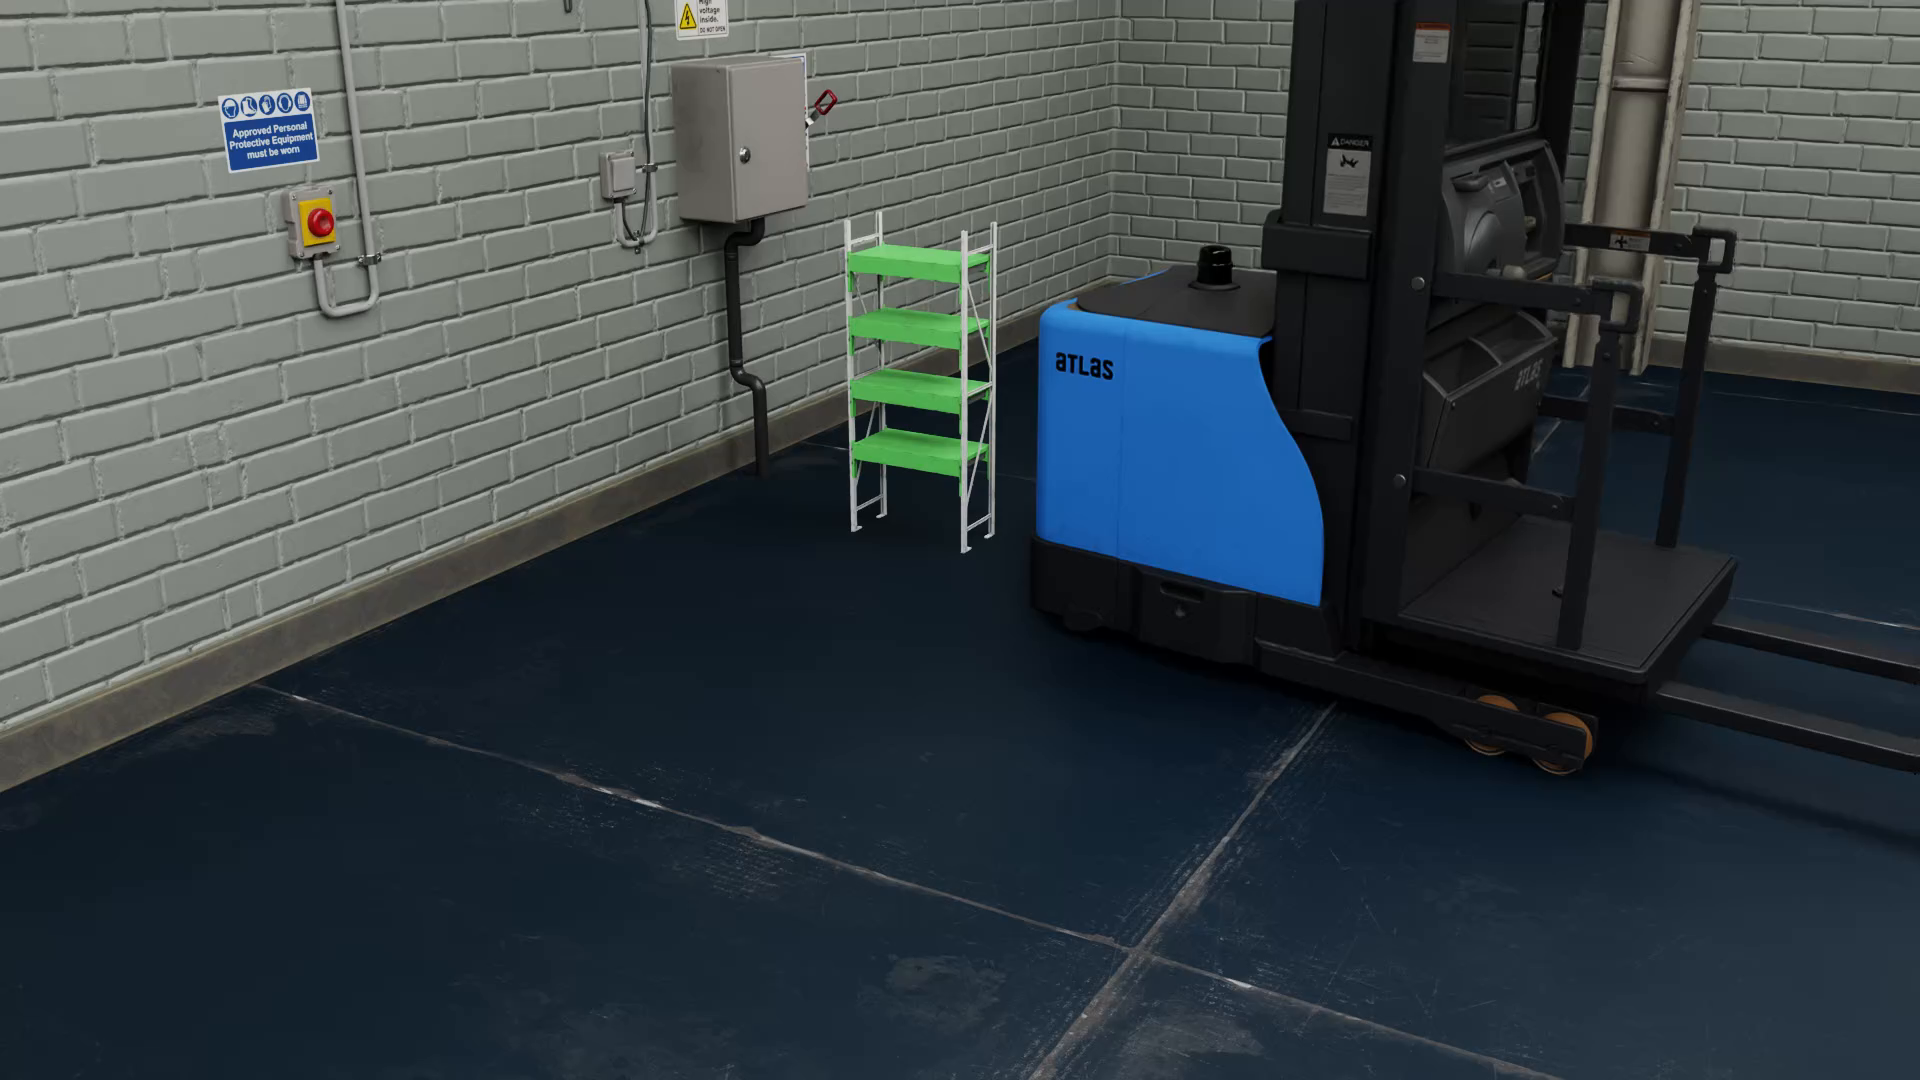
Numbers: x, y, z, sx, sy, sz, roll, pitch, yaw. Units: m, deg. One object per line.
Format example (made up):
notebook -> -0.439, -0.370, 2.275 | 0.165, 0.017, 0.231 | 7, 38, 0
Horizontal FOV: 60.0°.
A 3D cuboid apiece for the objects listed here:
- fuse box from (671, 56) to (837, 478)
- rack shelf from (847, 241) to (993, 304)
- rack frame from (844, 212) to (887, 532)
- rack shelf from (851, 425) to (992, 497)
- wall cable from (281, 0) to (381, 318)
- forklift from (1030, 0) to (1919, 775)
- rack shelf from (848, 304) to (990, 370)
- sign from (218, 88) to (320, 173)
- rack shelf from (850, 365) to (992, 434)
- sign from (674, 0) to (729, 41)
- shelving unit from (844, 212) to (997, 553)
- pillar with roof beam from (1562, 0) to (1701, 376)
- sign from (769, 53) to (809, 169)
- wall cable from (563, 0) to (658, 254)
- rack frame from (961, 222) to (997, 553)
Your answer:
fuse box -> -0.807, -1.084, 6.845 | 0.414, 1.711, 0.539 | 11, 23, 27
rack shelf -> -0.145, -0.983, 6.094 | 0.480, 0.148, 0.258 | 11, 23, 27
rack frame -> -0.358, -0.632, 6.348 | 0.015, 1.200, 0.240 | 11, 23, 27
rack shelf -> -0.145, -0.306, 6.340 | 0.480, 0.148, 0.258 | 11, 23, 27
wall cable -> -1.959, -1.581, 4.789 | 0.123, 1.953, 0.585 | 11, 23, 27
forklift -> 1.725, -0.937, 4.650 | 3.031, 2.935, 1.130 | 14, 24, 34
rack shelf -> -0.145, -0.757, 6.176 | 0.480, 0.148, 0.258 | 11, 23, 27
sign -> -2.036, -1.212, 4.910 | 0.001, 0.218, 0.327 | 11, 23, 27
rack shelf -> -0.145, -0.532, 6.258 | 0.480, 0.148, 0.258 | 11, 23, 27
sign -> -1.015, -2.096, 6.534 | 0.001, 0.242, 0.339 | 11, 23, 27
shelving unit -> -0.145, -0.592, 6.236 | 0.503, 1.200, 0.258 | 11, 23, 27
pillar with roof beam -> 1.379, -3.892, 3.897 | 0.400, 9.000, 9.100 | 11, 23, 27
sign -> -0.747, -1.827, 7.142 | 0.001, 0.494, 0.329 | 11, 23, 27
wall cable -> -1.278, -1.991, 5.964 | 0.122, 1.984, 0.588 | 11, 23, 27
rack frame -> 0.068, -0.551, 6.124 | 0.015, 1.200, 0.240 | 11, 23, 27
